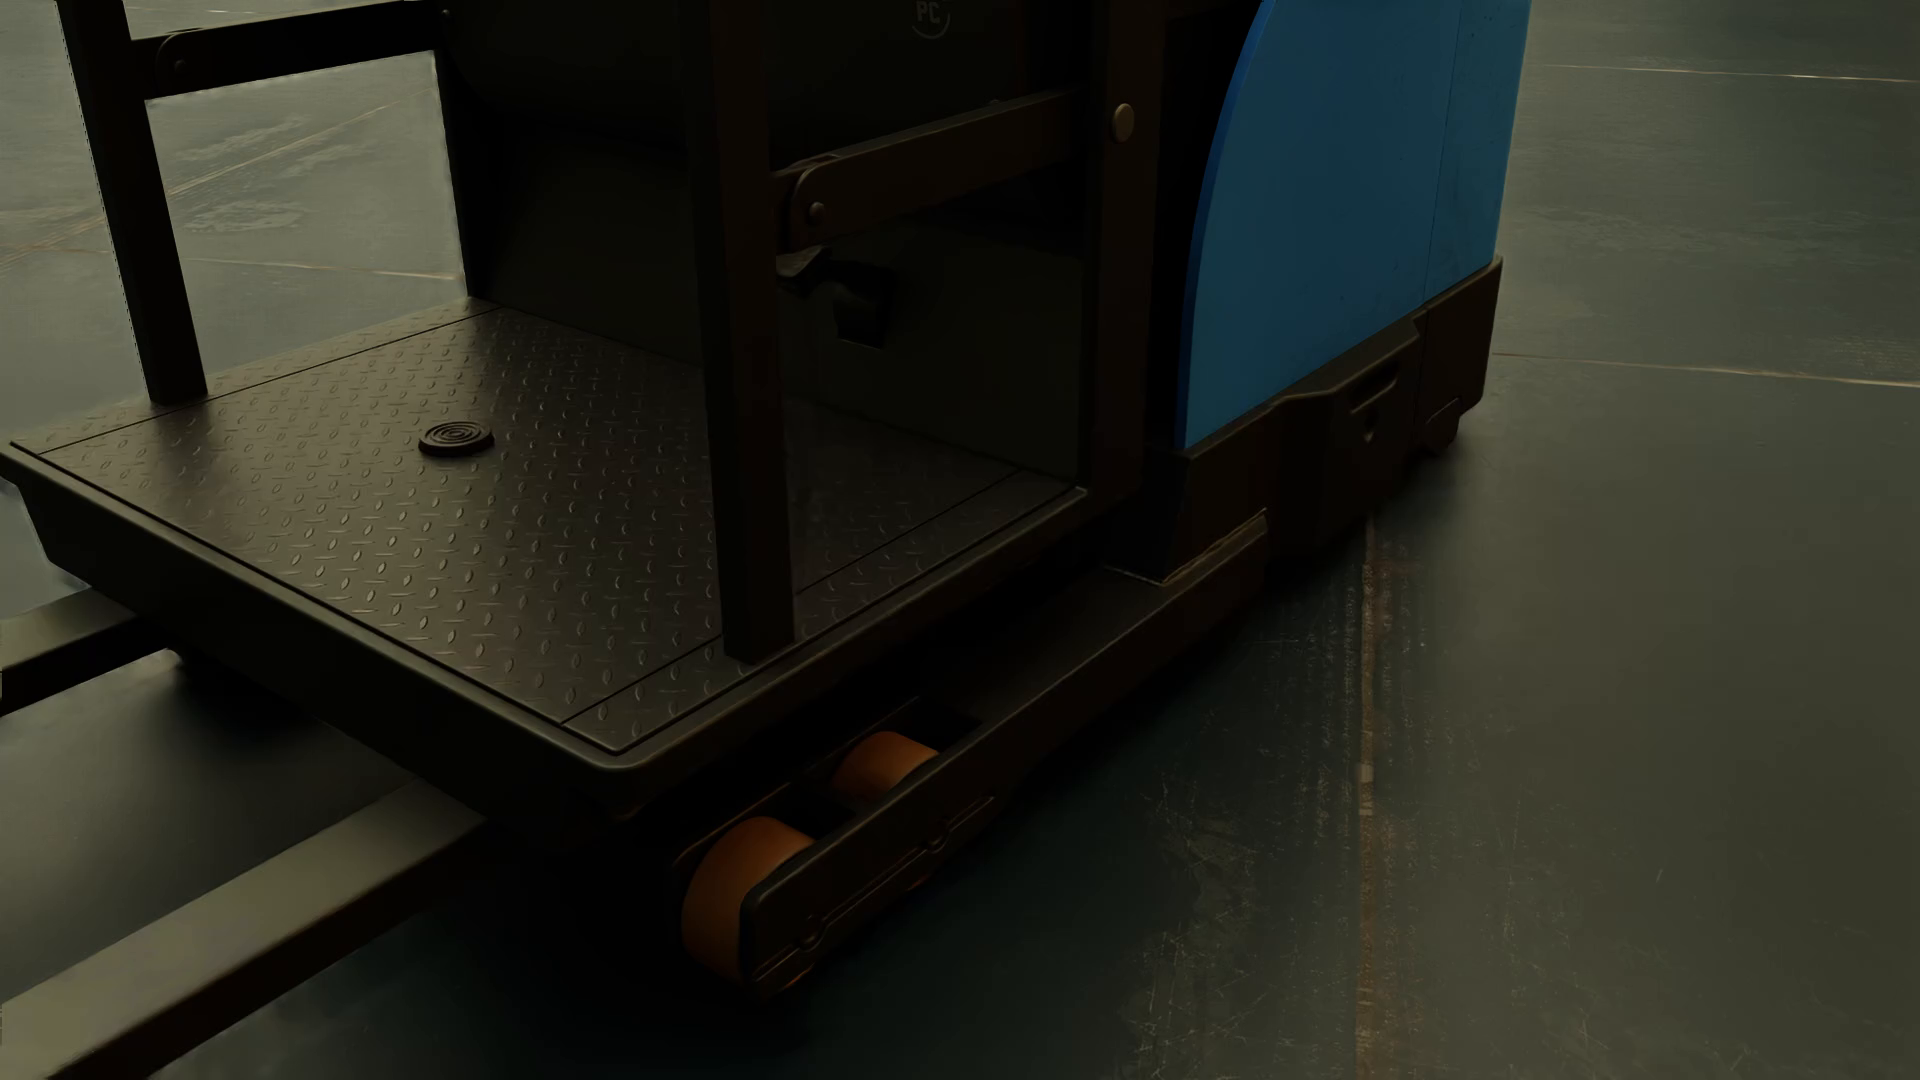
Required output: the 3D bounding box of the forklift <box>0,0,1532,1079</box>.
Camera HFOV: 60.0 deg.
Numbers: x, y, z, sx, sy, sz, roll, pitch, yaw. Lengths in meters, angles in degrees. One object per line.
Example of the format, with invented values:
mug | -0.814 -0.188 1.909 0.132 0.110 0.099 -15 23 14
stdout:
forklift | -0.409 -1.119 1.465 1.130 2.935 3.031 19 33 33
